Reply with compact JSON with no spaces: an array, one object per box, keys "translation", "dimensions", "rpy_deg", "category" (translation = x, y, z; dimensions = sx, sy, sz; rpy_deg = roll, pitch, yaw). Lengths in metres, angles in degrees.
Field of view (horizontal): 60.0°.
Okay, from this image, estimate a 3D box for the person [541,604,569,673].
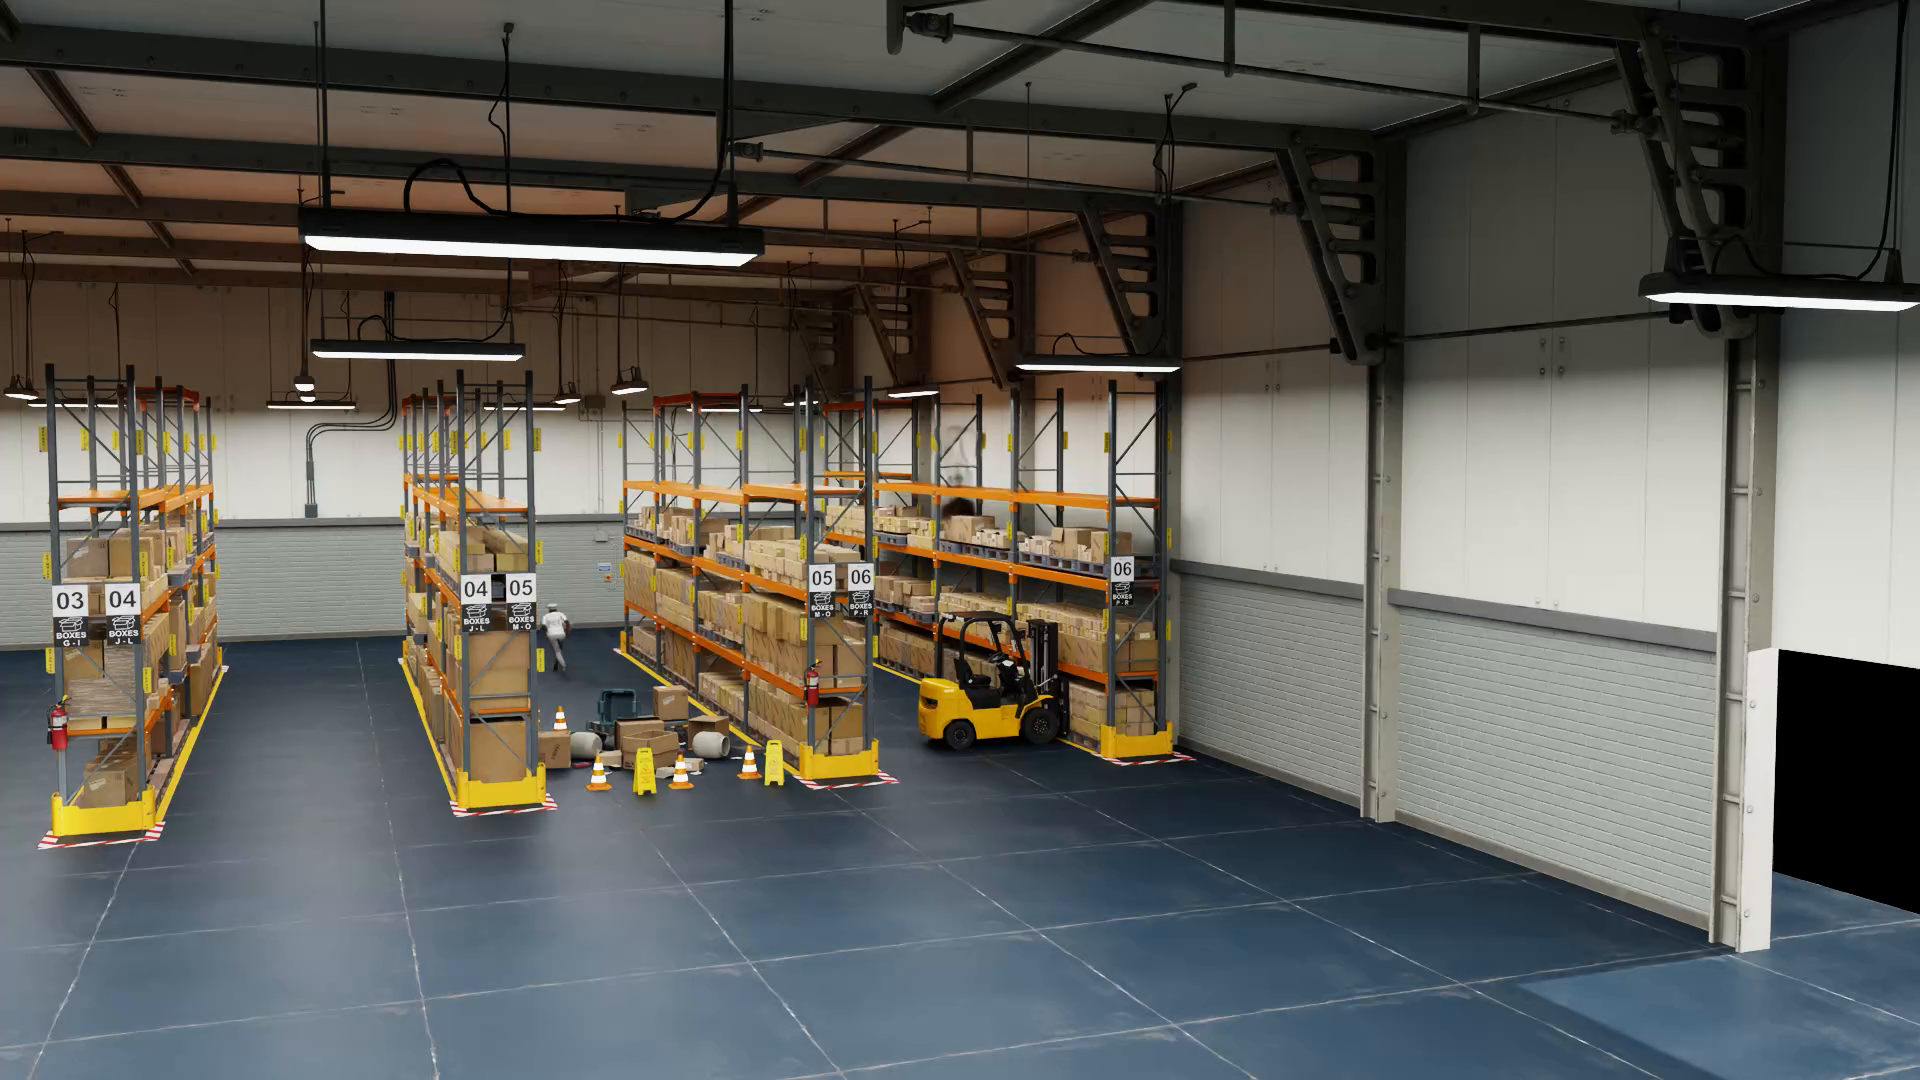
[{"translation":[-8.758,2.175,36.074],"dimensions":[0.577,1.505,1.004],"rpy_deg":[-1,4,-23],"category":"person"}]
